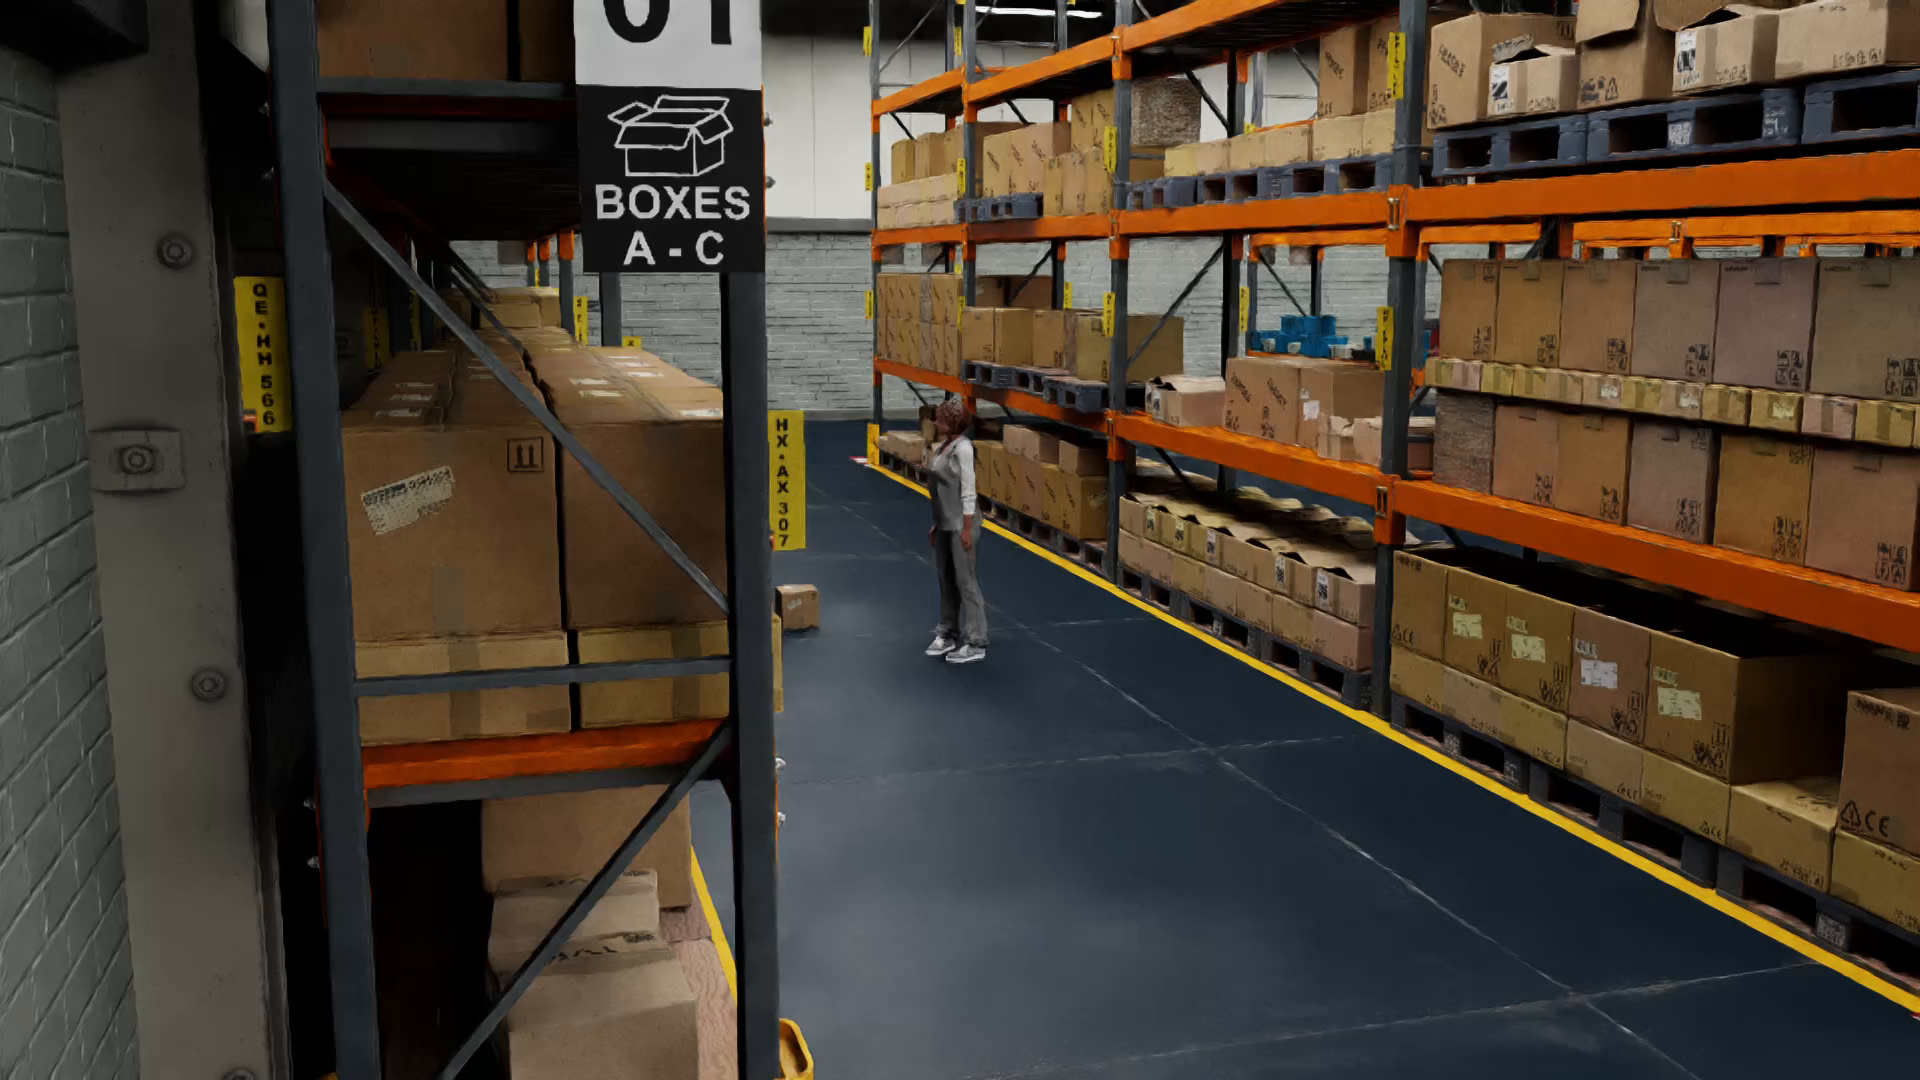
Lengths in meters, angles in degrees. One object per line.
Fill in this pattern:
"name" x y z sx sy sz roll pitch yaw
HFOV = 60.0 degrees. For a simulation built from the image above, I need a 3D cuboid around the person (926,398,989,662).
"person" -0.033 -0.019 10.235 0.347 1.501 0.429 -3 10 -20
